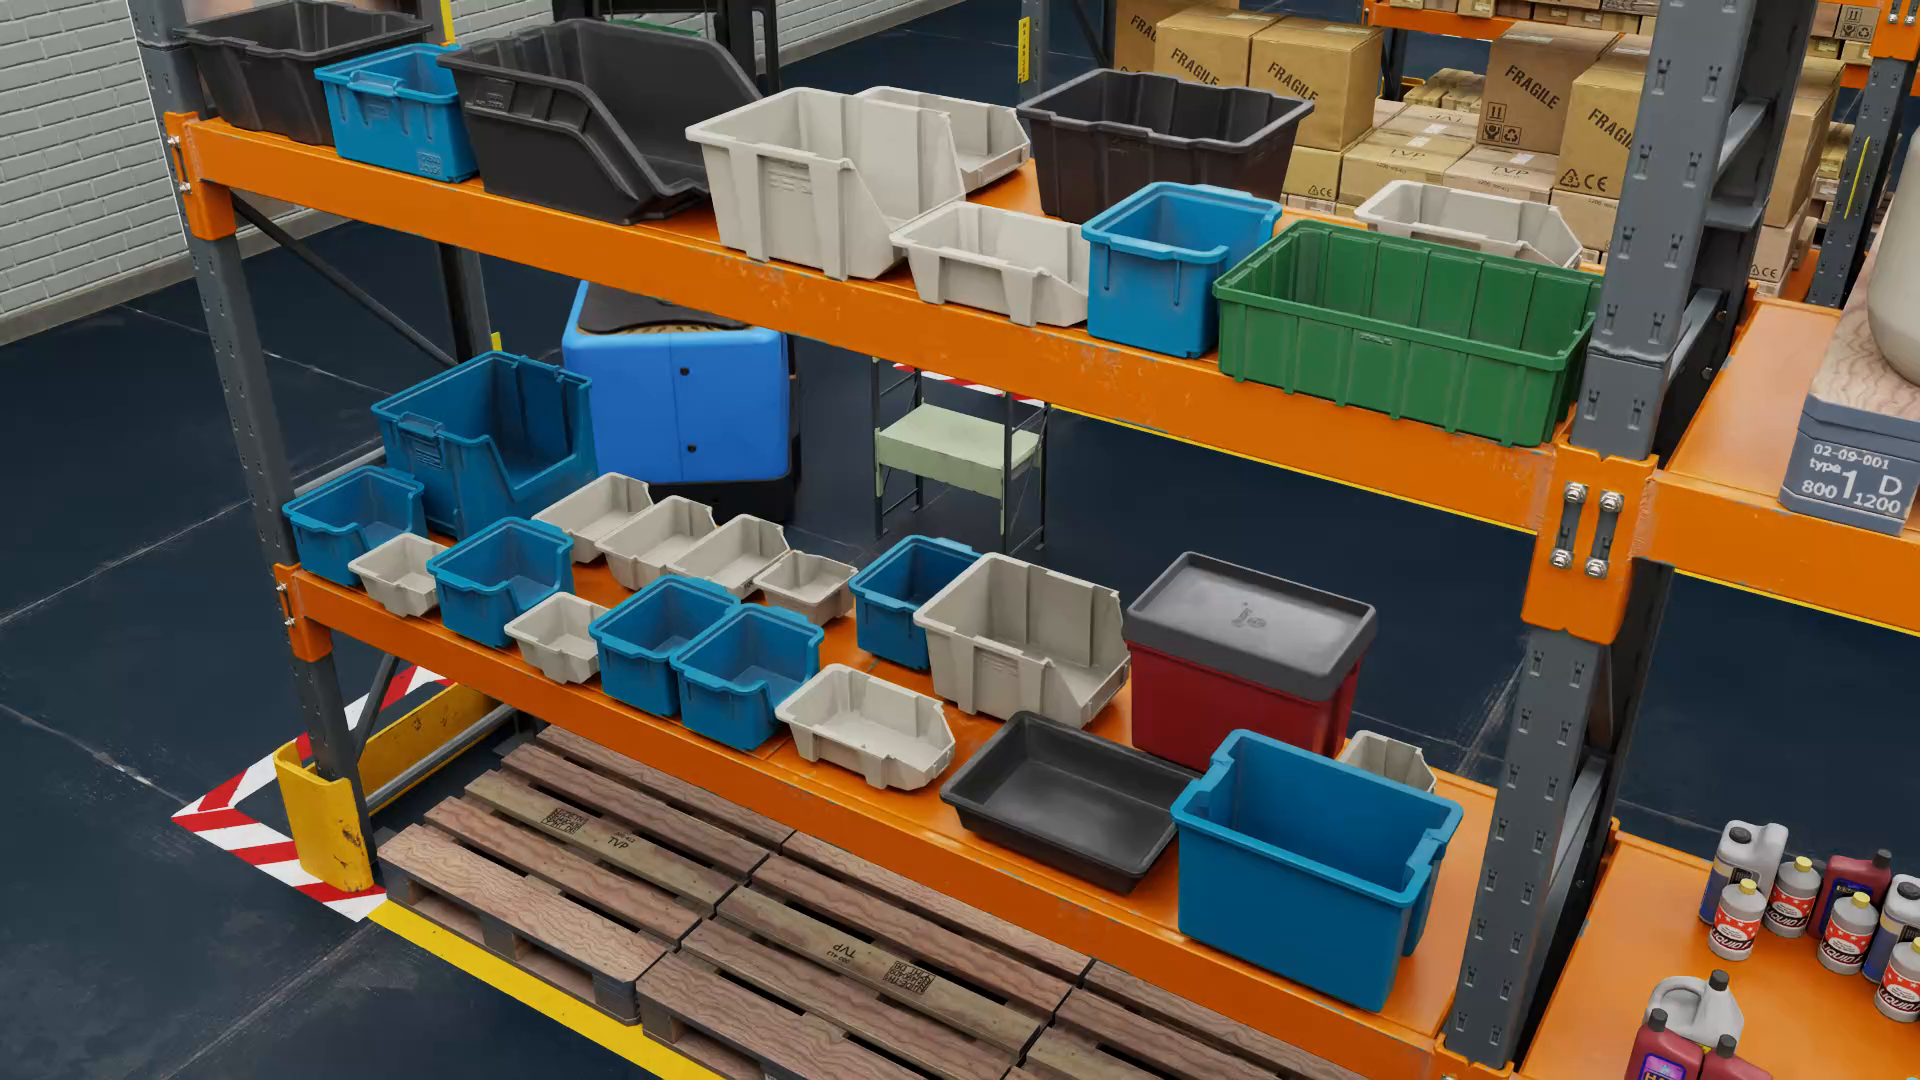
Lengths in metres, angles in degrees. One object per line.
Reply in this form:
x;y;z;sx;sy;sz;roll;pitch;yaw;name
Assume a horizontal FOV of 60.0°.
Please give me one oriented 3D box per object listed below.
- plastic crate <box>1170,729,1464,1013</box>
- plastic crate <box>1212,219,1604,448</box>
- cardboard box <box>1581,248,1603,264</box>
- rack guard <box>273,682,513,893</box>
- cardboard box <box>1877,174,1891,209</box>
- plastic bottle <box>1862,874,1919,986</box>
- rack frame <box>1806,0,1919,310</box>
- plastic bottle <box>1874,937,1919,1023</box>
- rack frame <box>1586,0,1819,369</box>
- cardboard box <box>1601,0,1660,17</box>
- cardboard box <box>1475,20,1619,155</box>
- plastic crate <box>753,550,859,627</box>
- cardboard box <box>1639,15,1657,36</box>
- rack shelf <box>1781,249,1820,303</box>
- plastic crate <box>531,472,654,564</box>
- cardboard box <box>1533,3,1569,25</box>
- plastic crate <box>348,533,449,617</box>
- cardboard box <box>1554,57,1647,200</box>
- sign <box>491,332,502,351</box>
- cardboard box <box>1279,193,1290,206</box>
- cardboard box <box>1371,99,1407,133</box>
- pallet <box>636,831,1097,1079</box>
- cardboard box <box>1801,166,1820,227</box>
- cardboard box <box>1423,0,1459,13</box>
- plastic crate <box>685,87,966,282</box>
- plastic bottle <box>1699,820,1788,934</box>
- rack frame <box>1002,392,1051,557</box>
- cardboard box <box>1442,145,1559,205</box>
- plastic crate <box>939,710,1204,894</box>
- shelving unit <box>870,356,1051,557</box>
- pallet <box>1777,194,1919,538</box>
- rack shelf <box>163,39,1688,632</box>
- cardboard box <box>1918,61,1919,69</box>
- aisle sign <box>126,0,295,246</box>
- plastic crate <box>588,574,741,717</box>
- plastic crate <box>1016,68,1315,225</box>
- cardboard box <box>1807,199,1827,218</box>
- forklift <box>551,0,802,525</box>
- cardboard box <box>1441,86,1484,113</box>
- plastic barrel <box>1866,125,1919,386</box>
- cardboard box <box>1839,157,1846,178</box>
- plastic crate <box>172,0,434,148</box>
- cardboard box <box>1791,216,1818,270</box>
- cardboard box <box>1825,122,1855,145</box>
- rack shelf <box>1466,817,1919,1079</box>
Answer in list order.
0.814;0.781;3.891;0.575;0.384;0.392;18;35;27;plastic crate
0.872;-0.409;3.208;0.662;0.188;0.450;18;35;27;plastic crate
2.938;-1.375;7.879;0.250;0.149;0.380;18;35;28;cardboard box
-2.024;0.787;6.406;0.348;0.500;1.175;18;35;27;rack guard
6.311;-2.452;11.593;0.250;0.149;0.380;18;35;28;cardboard box
2.206;0.898;3.856;0.135;0.276;0.152;18;35;27;plastic bottle
4.024;-1.335;7.561;0.127;3.000;1.000;18;35;27;rack frame
2.156;0.989;3.775;0.097;0.201;0.097;0;30;0;plastic bottle
1.391;-1.812;2.426;0.127;3.000;1.000;18;35;27;rack frame
4.902;-4.026;11.781;0.500;0.500;0.500;17;34;26;cardboard box
2.898;-2.232;8.209;0.500;0.500;0.500;16;34;26;cardboard box
-0.463;0.156;5.207;0.250;0.136;0.298;18;35;27;plastic crate
5.018;-3.681;11.832;0.250;0.149;0.380;18;35;28;cardboard box
2.330;-1.560;8.661;4.000;0.370;1.077;18;35;27;rack shelf
-1.210;-0.063;5.583;0.243;0.136;0.396;18;35;27;plastic crate
4.405;-3.921;12.244;0.250;0.149;0.380;17;34;27;cardboard box
-1.735;0.124;5.263;0.298;0.136;0.250;18;35;27;plastic crate
3.071;-1.867;7.583;0.500;0.500;0.500;18;35;28;cardboard box
-1.718;-0.602;6.143;0.005;0.325;0.100;18;35;27;sign
1.633;-1.787;8.586;0.250;0.149;0.380;17;34;26;cardboard box
2.048;-2.181;8.865;0.500;0.250;0.500;16;34;26;cardboard box
-0.290;1.477;5.509;1.213;0.211;1.003;18;35;27;pallet
3.766;-1.636;7.931;0.500;0.250;0.500;17;34;26;cardboard box
3.696;-4.110;12.568;0.250;0.149;0.380;19;35;29;cardboard box
-0.284;-0.811;3.805;0.530;0.282;0.437;18;35;27;plastic crate
1.897;0.801;4.024;0.135;0.276;0.152;18;35;27;plastic bottle
0.316;-0.548;7.701;0.023;1.500;0.400;18;35;27;rack frame
2.639;-1.679;8.005;0.500;0.250;0.500;18;35;28;cardboard box
0.300;0.687;4.309;0.590;0.125;0.437;18;35;27;plastic crate
0.006;-0.646;7.869;0.755;1.500;0.431;18;35;27;shelving unit
2.107;-0.266;2.941;1.003;0.211;1.213;18;35;27;pallet
-0.303;-0.741;4.281;4.000;0.370;1.077;18;35;27;rack shelf
6.380;-3.292;11.166;0.250;0.149;0.380;17;34;27;cardboard box
-2.216;-1.308;4.935;0.004;0.787;0.394;18;35;27;aisle sign
-0.848;0.314;4.842;0.300;0.233;0.416;18;35;27;plastic crate
0.485;-0.910;3.985;0.590;0.269;0.497;18;35;27;plastic crate
6.058;-2.439;11.867;0.250;0.149;0.380;19;35;29;cardboard box
-1.472;-2.034;8.828;1.130;2.935;3.031;-2;30;-4;forklift
3.919;-3.395;12.915;0.250;0.149;0.380;18;35;28;cardboard box
1.704;-0.508;2.616;0.433;0.535;0.433;0;30;0;plastic barrel
6.307;-2.616;11.579;0.250;0.149;0.380;19;35;29;cardboard box
-1.819;-1.309;4.670;0.590;0.269;0.497;18;35;27;plastic crate
3.951;-1.447;8.003;0.250;0.149;0.380;18;35;27;cardboard box
6.363;-2.911;12.085;0.250;0.149;0.380;19;35;30;cardboard box
3.085;1.626;3.200;4.000;0.370;1.077;18;35;27;rack shelf
